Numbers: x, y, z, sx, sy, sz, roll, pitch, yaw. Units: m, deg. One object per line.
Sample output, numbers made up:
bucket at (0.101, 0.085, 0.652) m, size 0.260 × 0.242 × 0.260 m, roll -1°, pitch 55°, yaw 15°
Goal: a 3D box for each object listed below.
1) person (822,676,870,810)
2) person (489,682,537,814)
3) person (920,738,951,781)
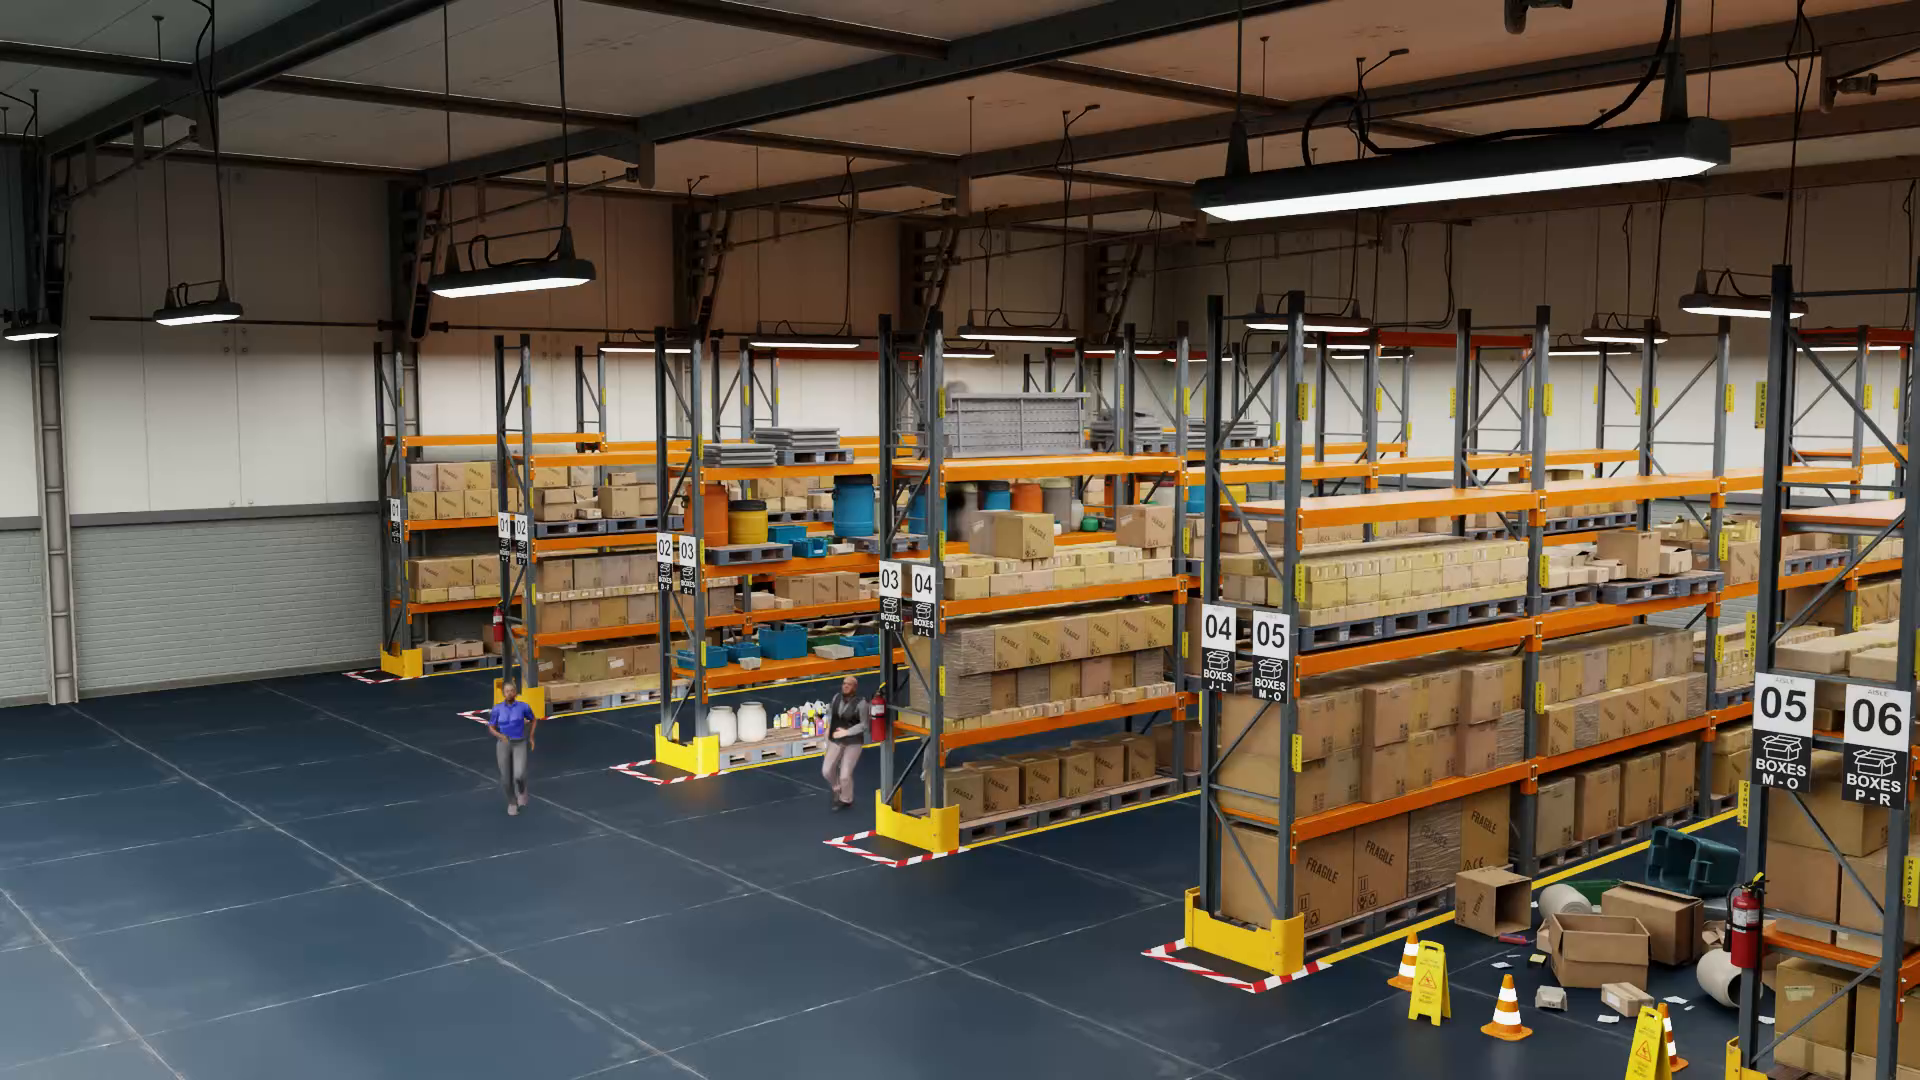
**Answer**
person at (-1.403, 2.493, 20.324) m, size 0.656 × 1.681 × 0.556 m, roll 2°, pitch 6°, yaw 21°
person at (-5.411, 2.529, 20.118) m, size 0.562 × 1.617 × 0.557 m, roll -1°, pitch 5°, yaw -12°
person at (-0.338, 2.365, 22.341) m, size 0.536 × 1.586 × 0.942 m, roll 2°, pitch 6°, yaw 23°
